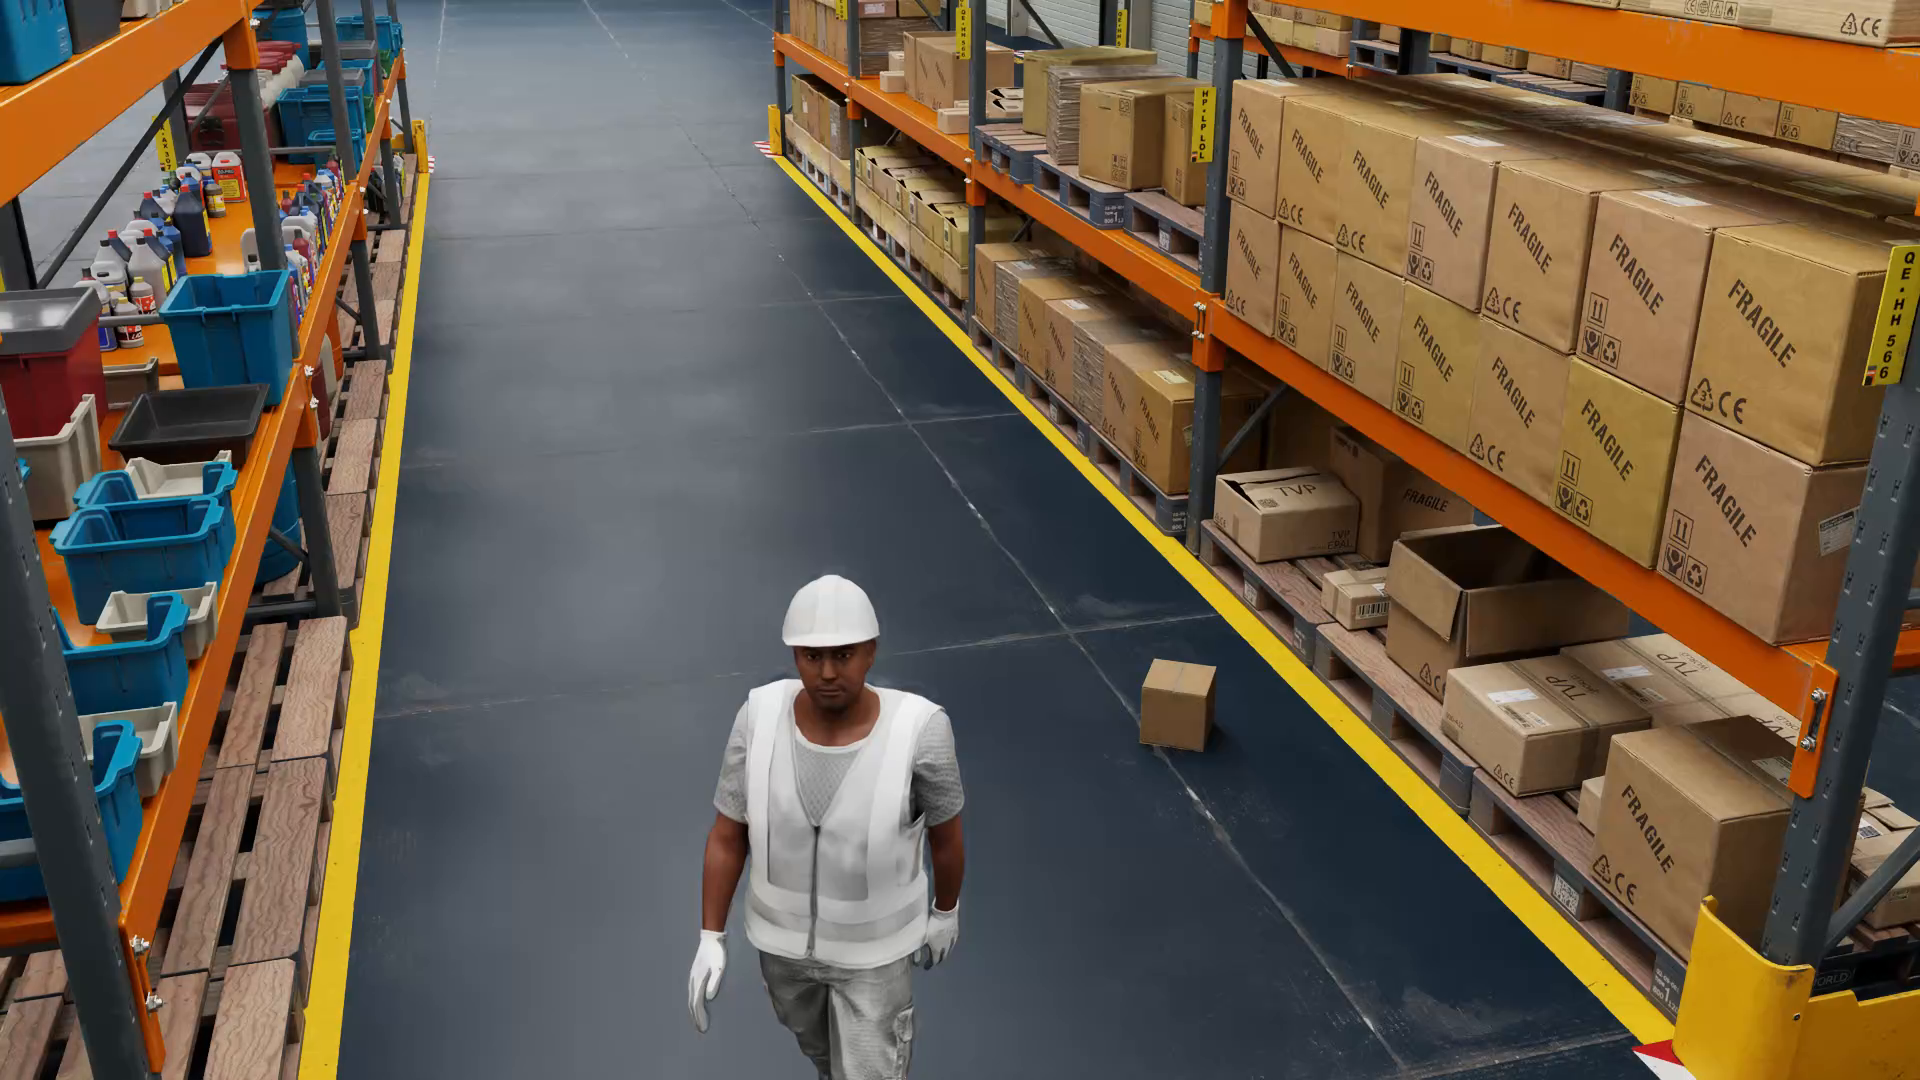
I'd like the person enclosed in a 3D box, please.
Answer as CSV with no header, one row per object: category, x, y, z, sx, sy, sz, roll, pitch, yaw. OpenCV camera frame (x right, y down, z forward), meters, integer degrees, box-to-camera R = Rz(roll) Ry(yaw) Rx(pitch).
person,-0.324,0.952,3.758,0.548,1.754,0.898,6,24,15
